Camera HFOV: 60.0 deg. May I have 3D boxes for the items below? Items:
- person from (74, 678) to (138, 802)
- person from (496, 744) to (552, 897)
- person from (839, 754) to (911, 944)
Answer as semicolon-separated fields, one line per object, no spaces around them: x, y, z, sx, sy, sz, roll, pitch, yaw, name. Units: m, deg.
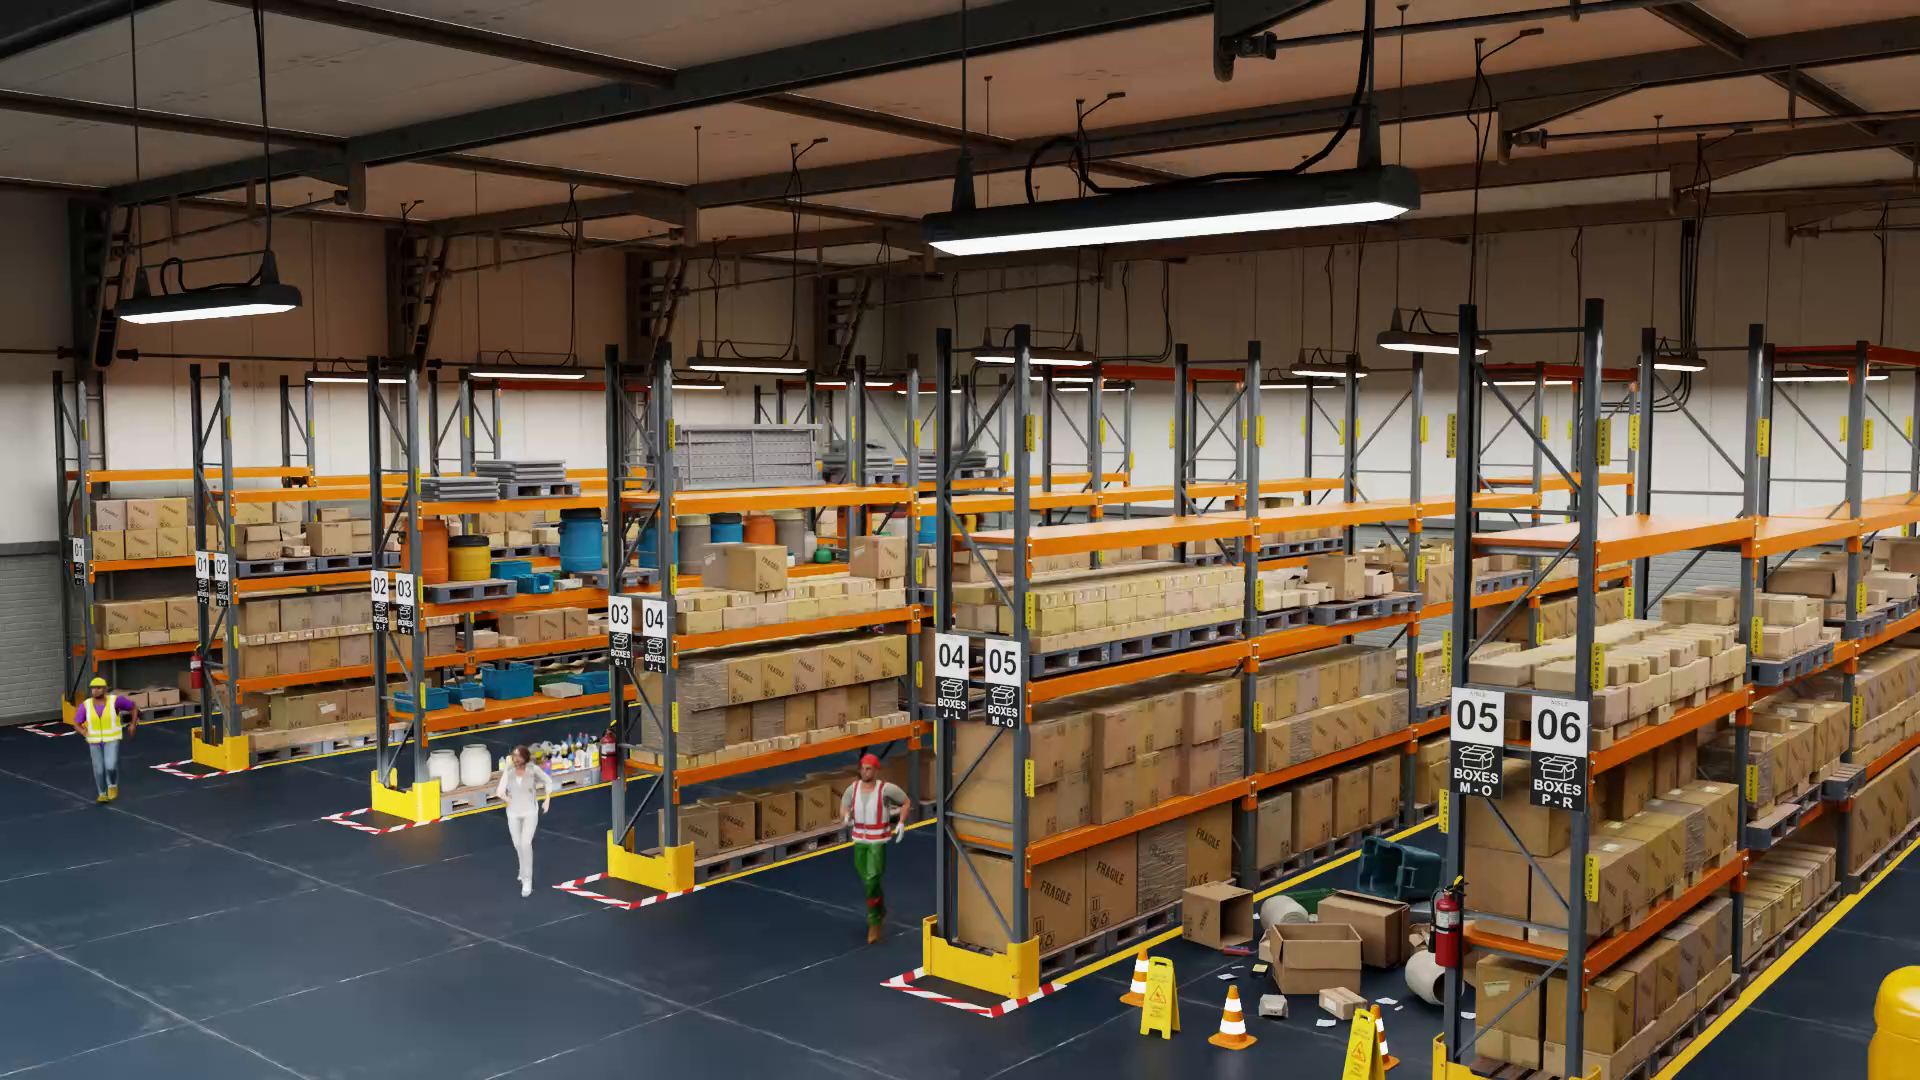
-11.413;2.685;22.204;0.731;1.714;0.784;-1;4;-15;person
-4.790;3.058;18.260;0.559;1.661;0.712;0;4;1;person
-0.901;3.068;16.685;0.665;1.858;0.725;2;5;25;person
